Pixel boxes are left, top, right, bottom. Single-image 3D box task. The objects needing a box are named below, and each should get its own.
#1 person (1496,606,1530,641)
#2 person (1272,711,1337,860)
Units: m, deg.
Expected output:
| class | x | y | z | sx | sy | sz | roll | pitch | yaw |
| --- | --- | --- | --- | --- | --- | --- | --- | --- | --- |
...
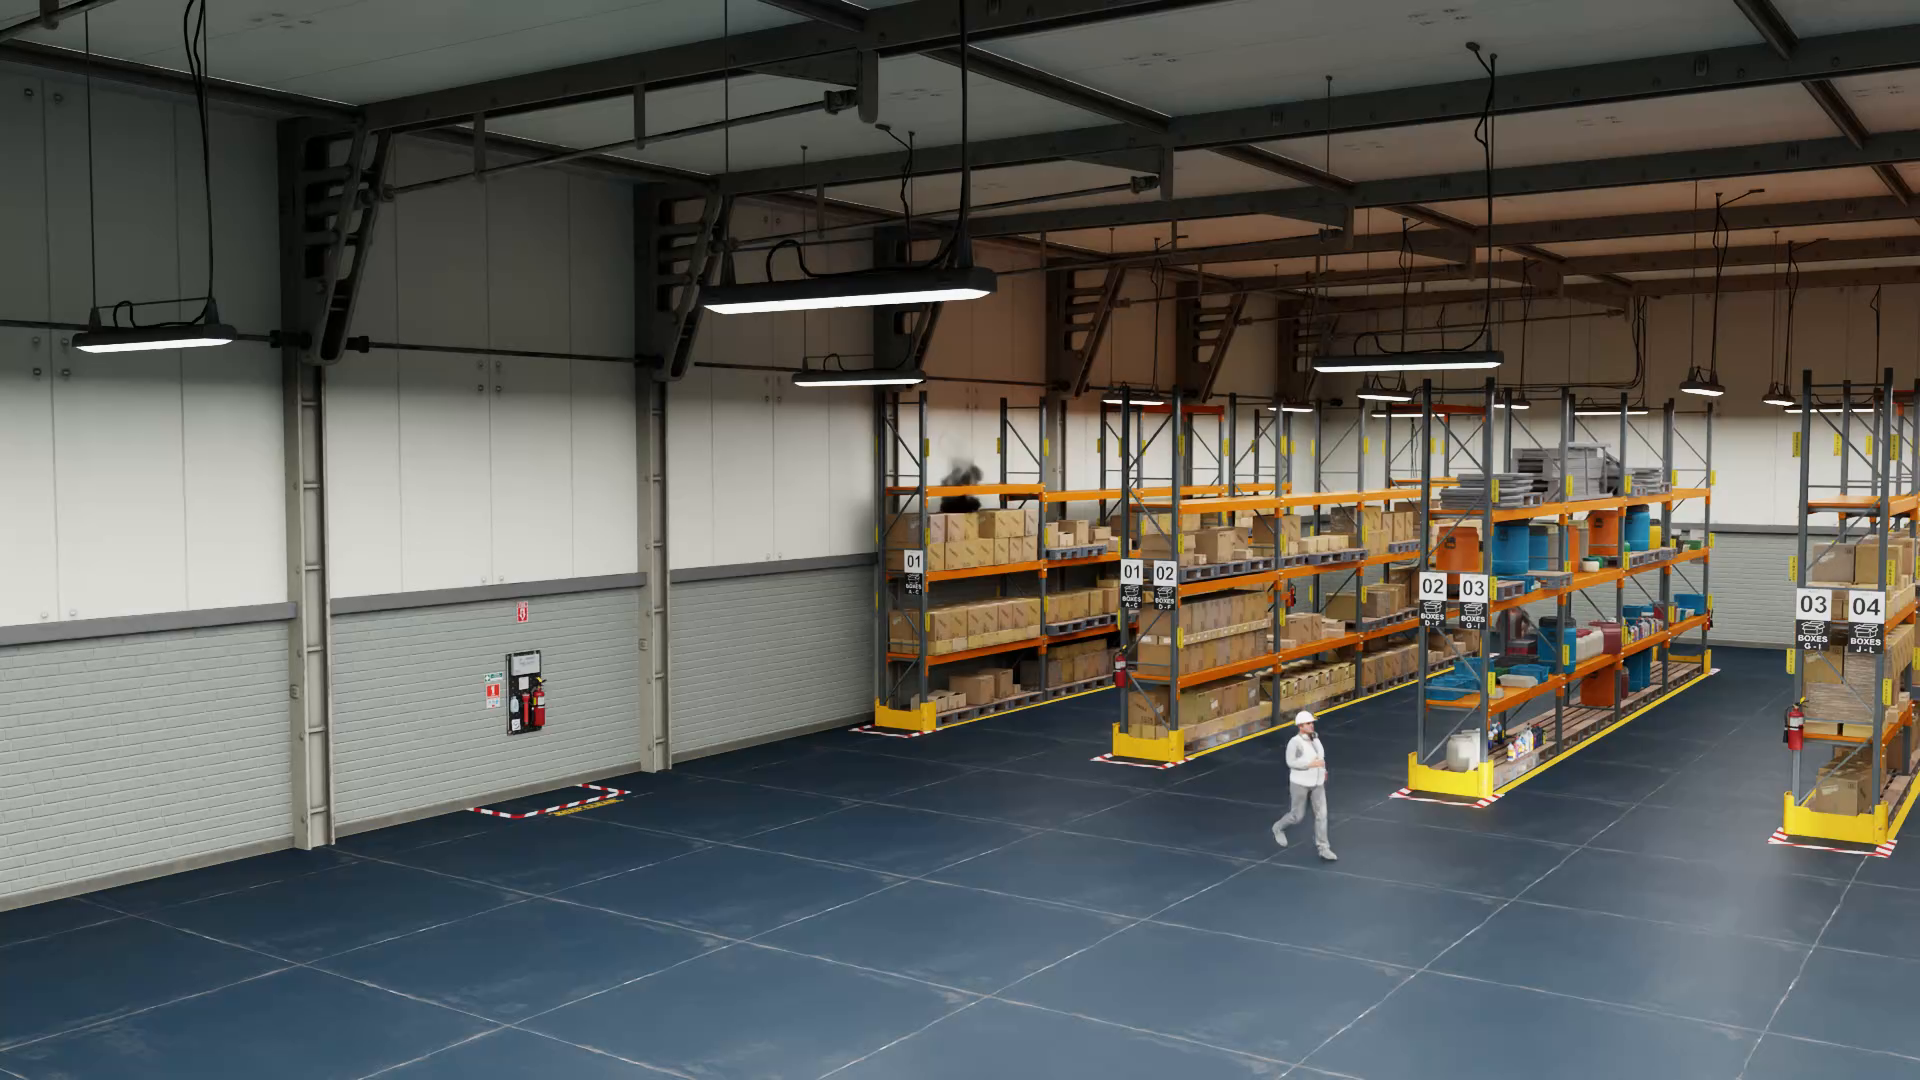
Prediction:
| class | x | y | z | sx | sy | sz | roll | pitch | yaw |
| --- | --- | --- | --- | --- | --- | --- | --- | --- | --- |
| person | 11.956 | 2.141 | 35.970 | 0.712 | 1.753 | 0.838 | 1 | 3 | 19 |
| person | 4.240 | 2.970 | 20.341 | 0.661 | 1.751 | 0.963 | -2 | 4 | -32 |
